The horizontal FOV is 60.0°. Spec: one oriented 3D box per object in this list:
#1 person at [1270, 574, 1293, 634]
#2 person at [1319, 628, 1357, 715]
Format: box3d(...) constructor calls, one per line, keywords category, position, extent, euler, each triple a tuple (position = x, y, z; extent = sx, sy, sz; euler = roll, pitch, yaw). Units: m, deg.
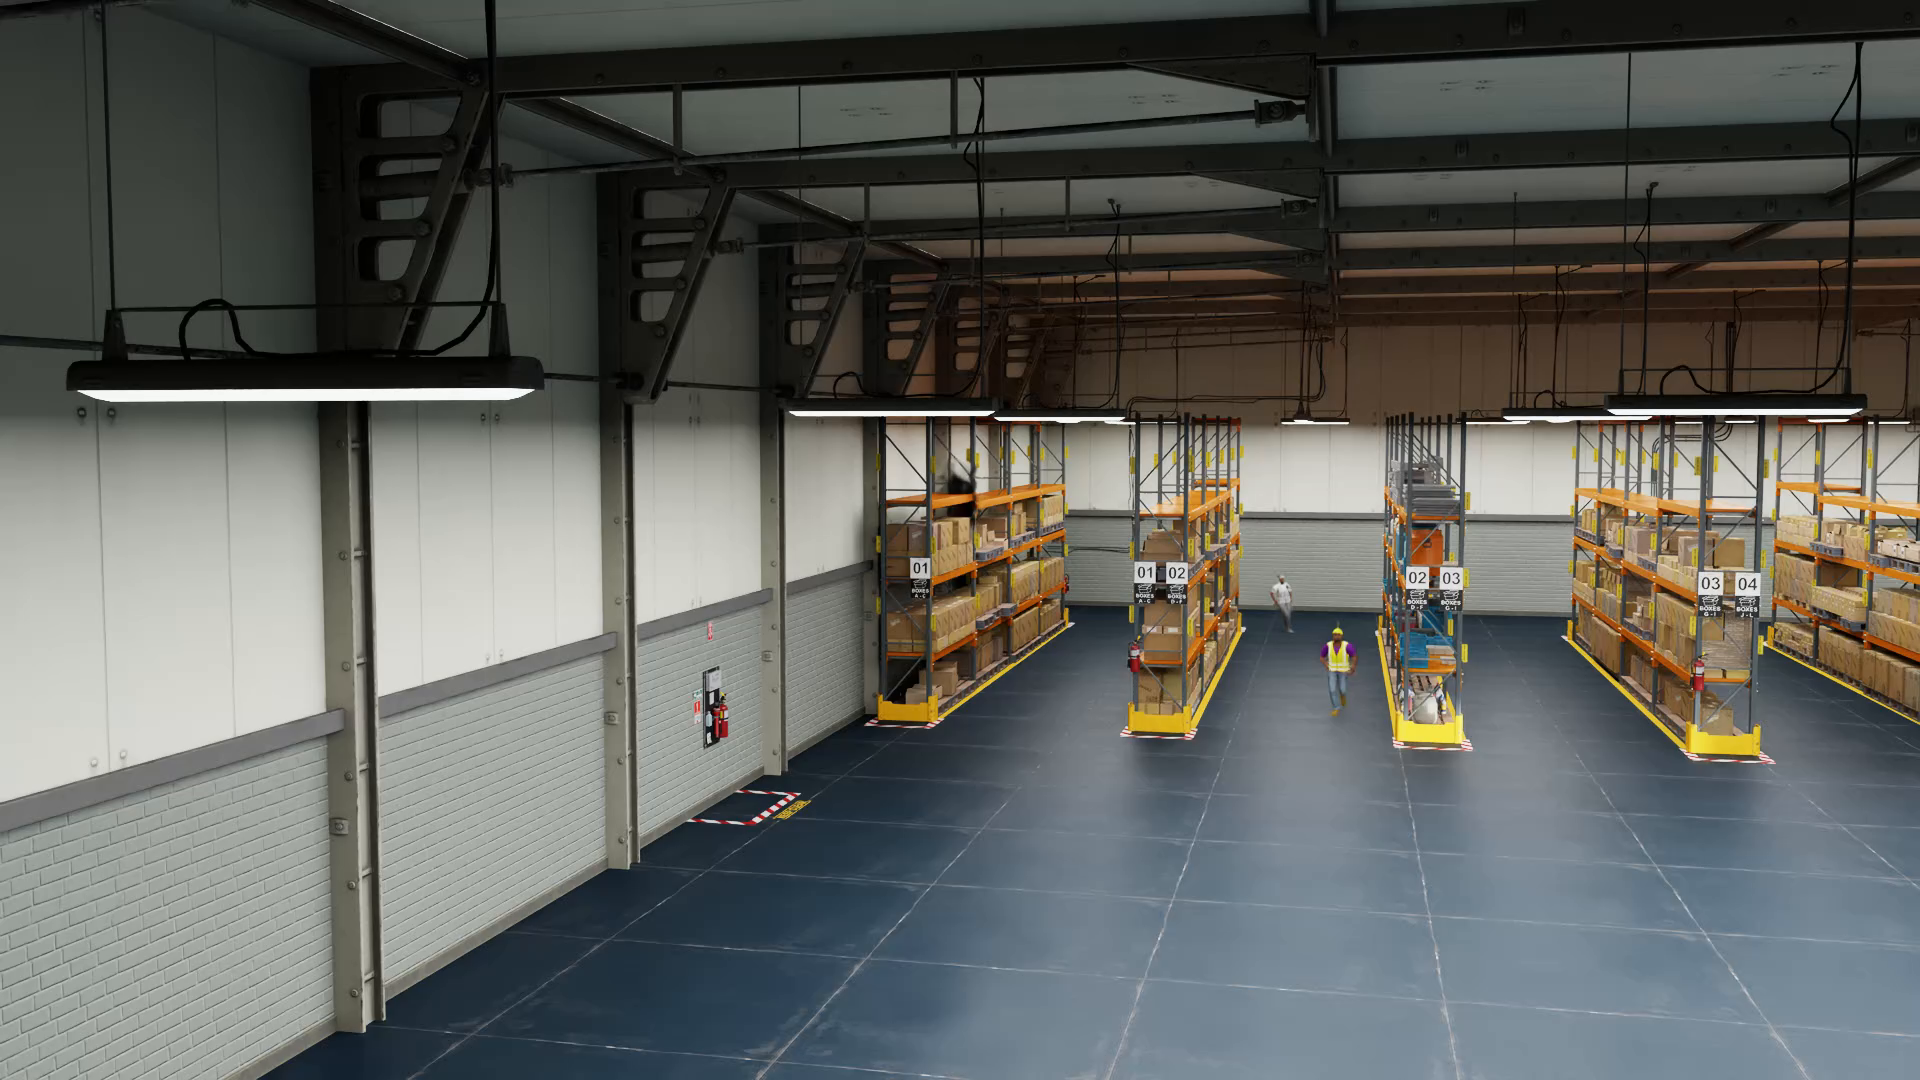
box3d(category="person", position=(8.992, 1.762, 46.243), extent=(0.613, 1.663, 0.669), euler=(-1, 4, -11))
box3d(category="person", position=(7.539, 2.623, 33.214), extent=(0.736, 1.727, 0.613), euler=(1, 4, 16))
